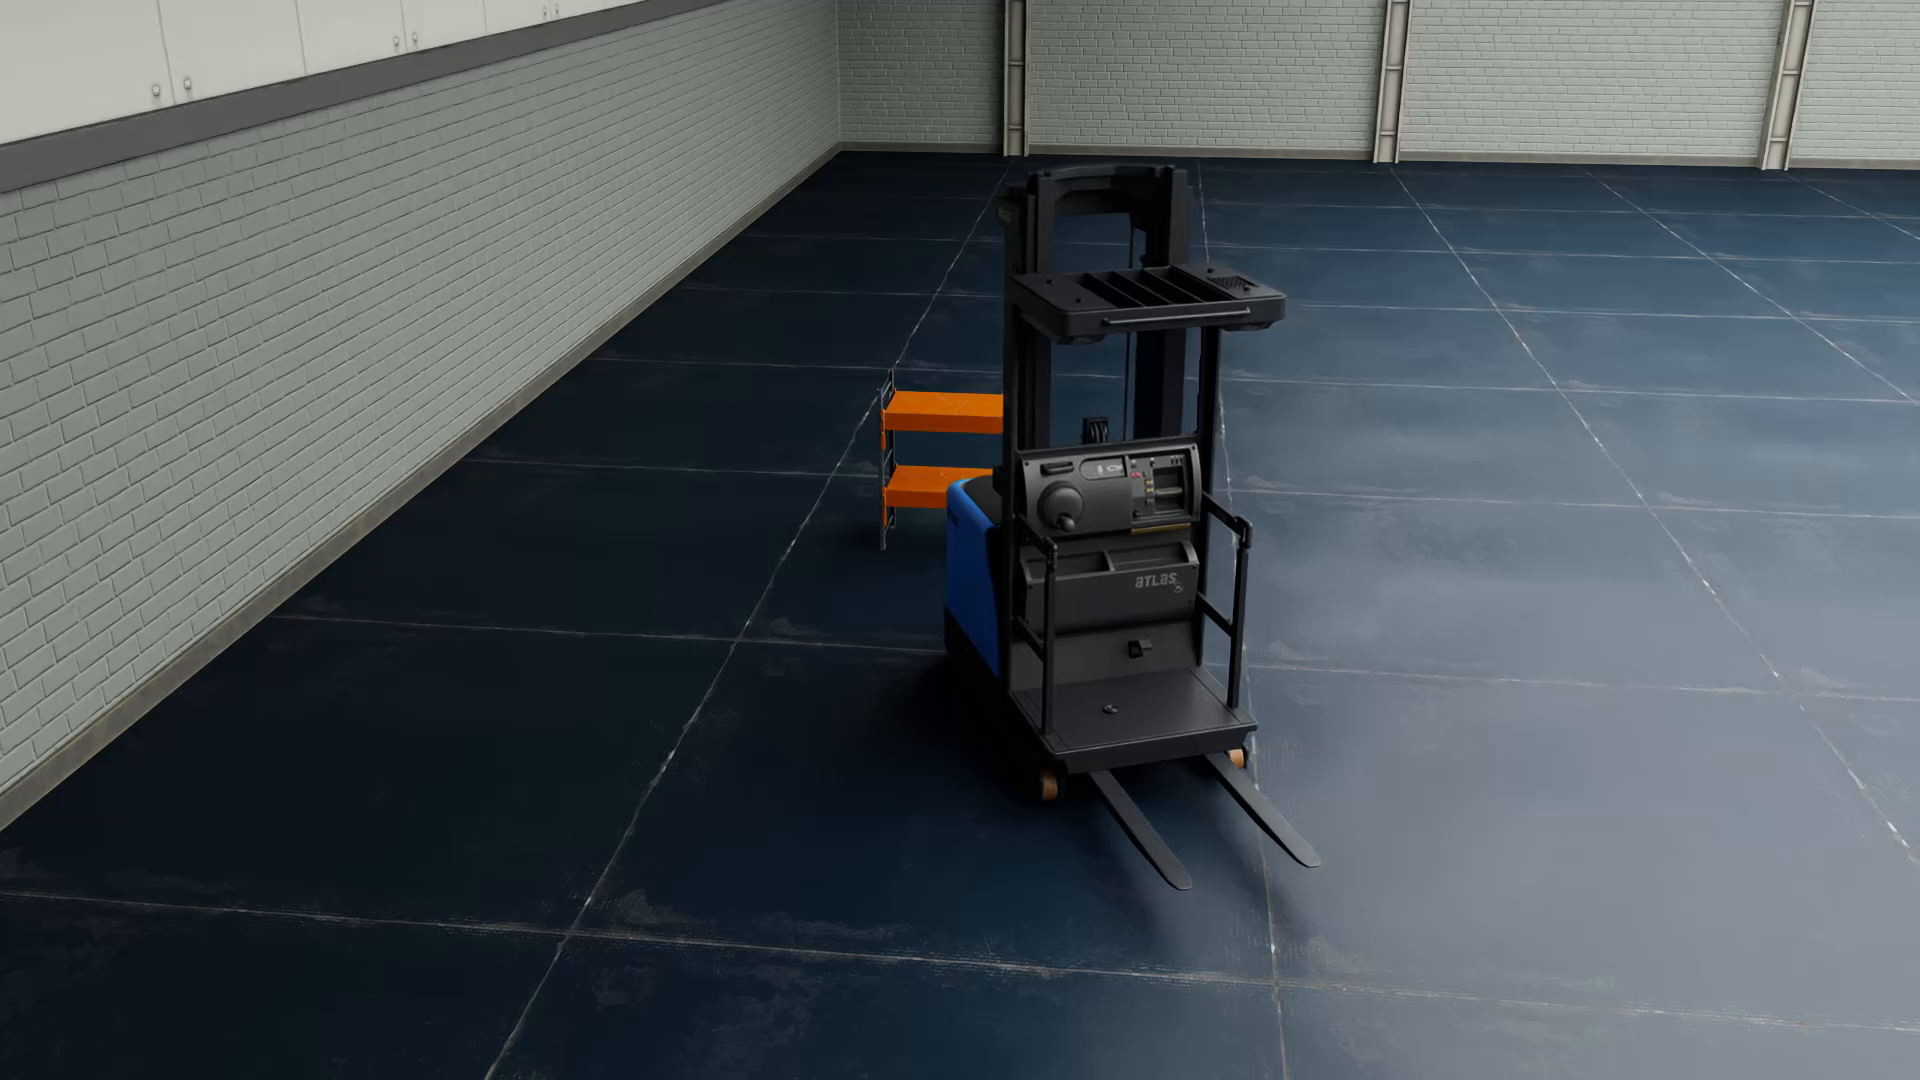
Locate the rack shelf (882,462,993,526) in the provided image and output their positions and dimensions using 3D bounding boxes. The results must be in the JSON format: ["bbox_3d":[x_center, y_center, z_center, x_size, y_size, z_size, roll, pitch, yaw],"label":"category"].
[{"bbox_3d":[0.007,-0.295,11.322,1.000,0.278,0.538,2,22,6],"label":"rack shelf"}]

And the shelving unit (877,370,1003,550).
[{"bbox_3d":[0.007,-0.523,11.232,1.048,1.125,0.538,2,22,6],"label":"shelving unit"}]

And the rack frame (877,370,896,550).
[{"bbox_3d":[-0.498,-0.545,11.288,0.032,1.125,0.500,2,22,6],"label":"rack frame"}]

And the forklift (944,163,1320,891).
[{"bbox_3d":[0.819,-0.236,8.051,1.130,2.935,3.031,-6,22,-15],"label":"forklift"}]

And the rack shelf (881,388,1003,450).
[{"bbox_3d":[0.007,-0.795,11.125,1.000,0.278,0.538,2,22,6],"label":"rack shelf"}]

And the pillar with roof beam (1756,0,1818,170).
[{"bbox_3d":[12.341,-8.499,20.697,0.400,9.000,9.100,2,22,6],"label":"pillar with roof beam"}]

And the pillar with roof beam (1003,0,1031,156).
[{"bbox_3d":[0.425,-9.018,22.010,0.400,9.000,9.100,2,22,6],"label":"pillar with roof beam"}]

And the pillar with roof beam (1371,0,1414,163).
[{"bbox_3d":[6.383,-8.758,21.354,0.400,9.000,9.100,2,22,6],"label":"pillar with roof beam"}]
